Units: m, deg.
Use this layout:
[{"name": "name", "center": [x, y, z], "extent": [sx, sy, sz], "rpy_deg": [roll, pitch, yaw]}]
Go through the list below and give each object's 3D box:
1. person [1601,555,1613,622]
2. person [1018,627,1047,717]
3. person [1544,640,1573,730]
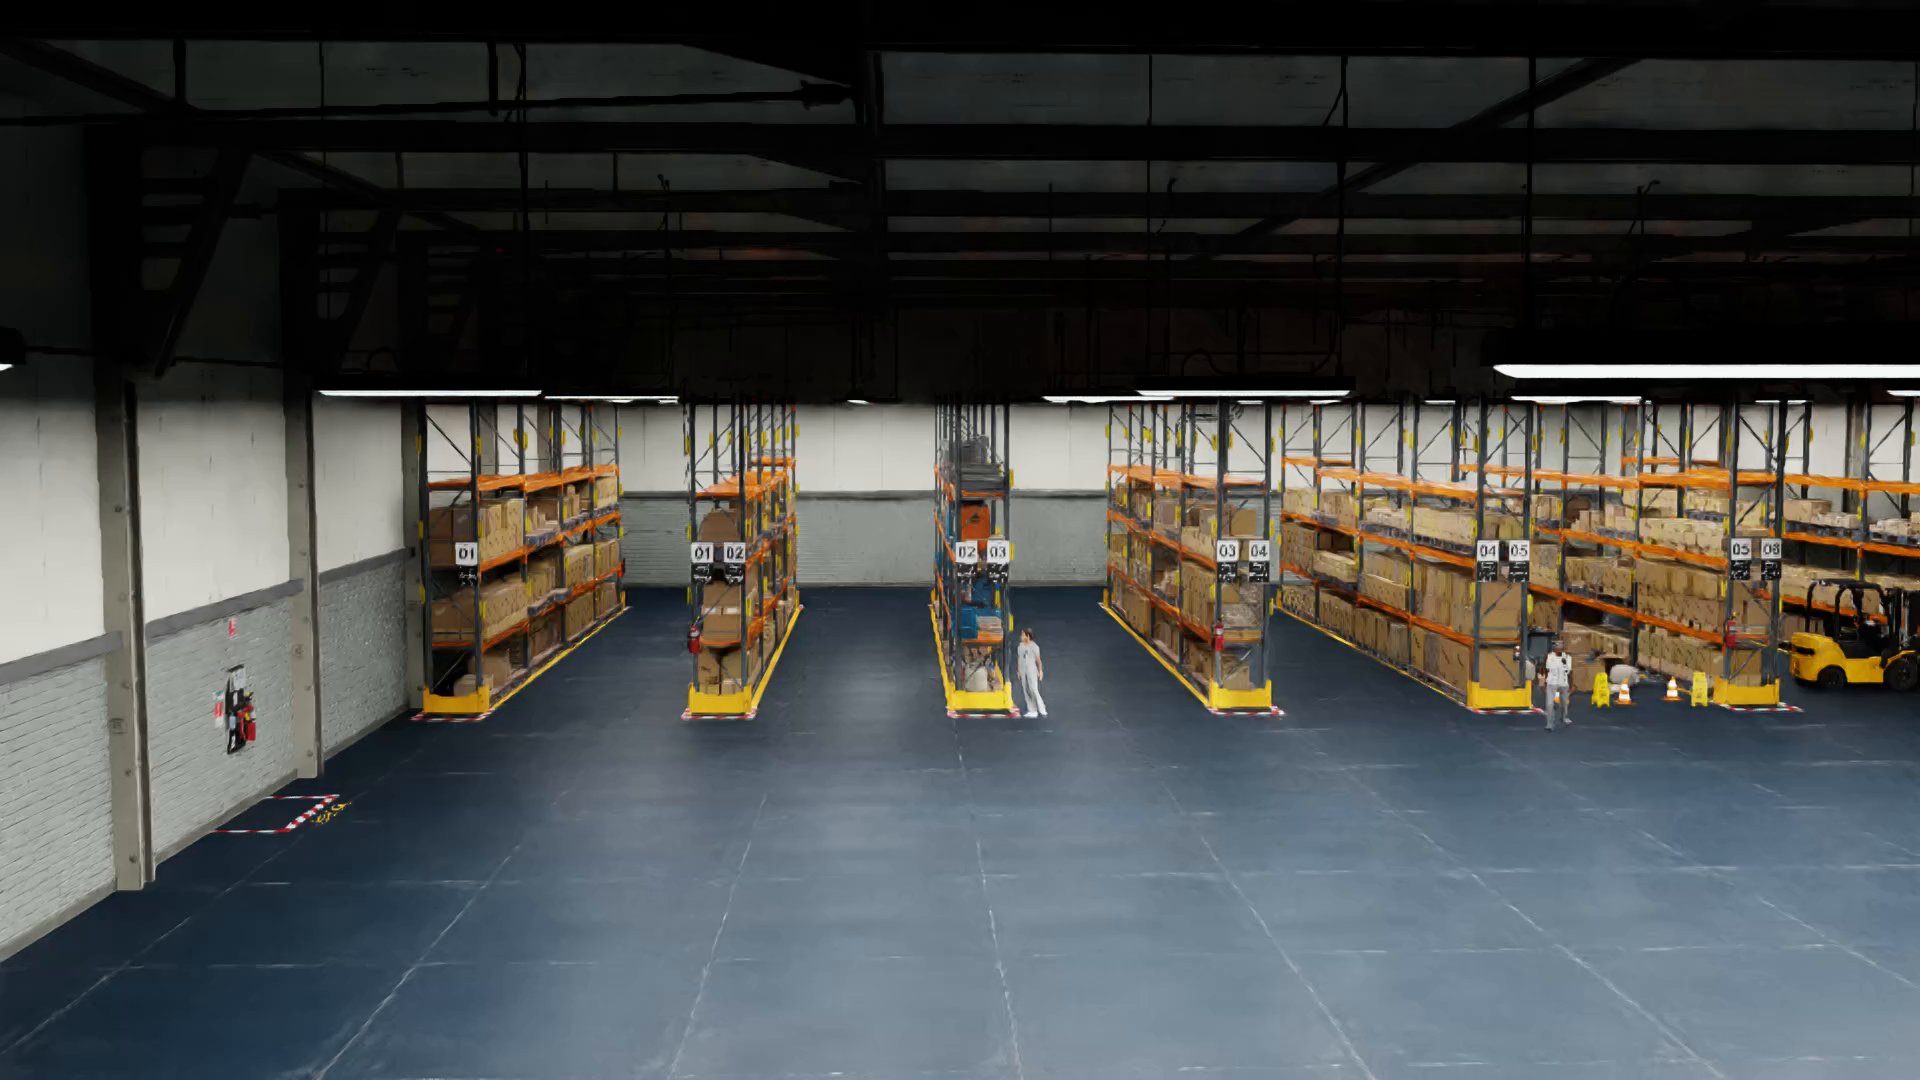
[{"name": "person", "center": [17.103, 1.280, 44.274], "extent": [0.583, 1.768, 0.630], "rpy_deg": [2, 5, 22]}, {"name": "person", "center": [1.336, 2.443, 30.660], "extent": [0.592, 1.633, 0.443], "rpy_deg": [4, 6, 40]}, {"name": "person", "center": [10.652, 2.546, 29.570], "extent": [0.505, 1.610, 0.933], "rpy_deg": [2, 5, 18]}]
